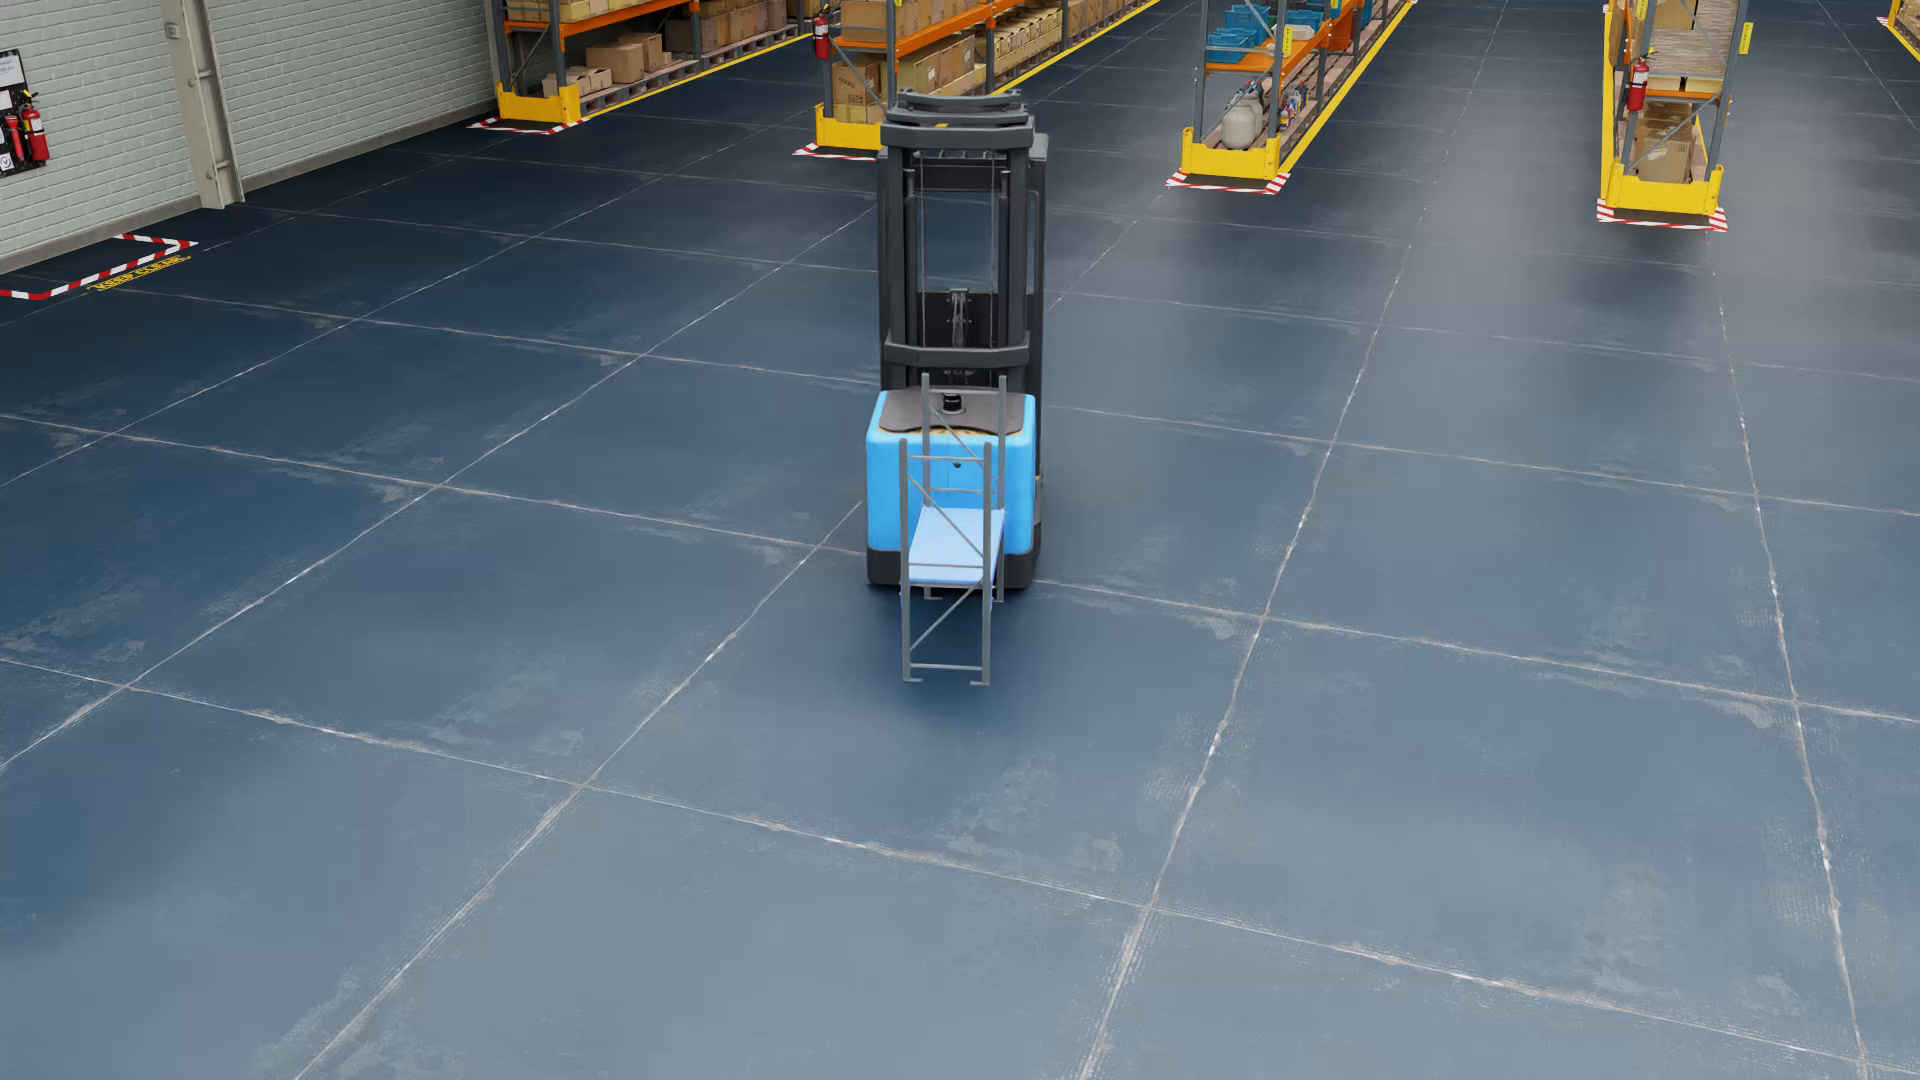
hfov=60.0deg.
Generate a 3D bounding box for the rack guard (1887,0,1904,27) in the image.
[{"bbox_3d":[17.975,-9.808,30.933,1.175,0.500,0.348,9,27,17],"label":"rack guard"}]

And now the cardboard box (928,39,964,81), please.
[{"bbox_3d":[-0.265,-6.889,23.848,0.500,0.500,0.500,9,27,17],"label":"cardboard box"}]

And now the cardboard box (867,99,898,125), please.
[{"bbox_3d":[-0.920,-5.728,22.311,0.500,0.250,0.500,9,27,17],"label":"cardboard box"}]

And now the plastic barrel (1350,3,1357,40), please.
[{"bbox_3d":[6.546,-8.927,28.531,0.600,0.588,0.708,9,27,17],"label":"plastic barrel"}]

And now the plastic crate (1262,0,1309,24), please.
[{"bbox_3d":[4.399,-7.287,22.930,0.767,0.338,0.504,9,27,17],"label":"plastic crate"}]

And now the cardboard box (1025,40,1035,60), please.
[{"bbox_3d":[0.902,-7.945,26.891,0.500,0.250,0.500,9,27,18],"label":"cardboard box"}]

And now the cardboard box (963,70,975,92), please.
[{"bbox_3d":[-0.101,-6.757,24.437,0.500,0.250,0.500,9,27,17],"label":"cardboard box"}]

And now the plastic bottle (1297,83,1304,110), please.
[{"bbox_3d":[4.686,-6.132,23.008,0.144,0.351,0.185,7,27,15],"label":"plastic bottle"}]

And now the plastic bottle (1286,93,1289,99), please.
[{"bbox_3d":[4.474,-5.974,22.758,0.061,0.283,0.133,9,27,17],"label":"plastic bottle"}]

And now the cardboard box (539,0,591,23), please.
[{"bbox_3d":[-5.519,-7.401,23.242,0.500,0.250,0.500,8,27,16],"label":"cardboard box"}]

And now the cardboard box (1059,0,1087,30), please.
[{"bbox_3d":[1.944,-9.310,29.400,0.500,0.500,0.500,8,27,16],"label":"cardboard box"}]

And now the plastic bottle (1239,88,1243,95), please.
[{"bbox_3d":[3.829,-5.994,22.722,0.144,0.351,0.185,9,27,17],"label":"plastic bottle"}]

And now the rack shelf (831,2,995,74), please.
[{"bbox_3d":[-0.642,-7.086,23.269,1.077,0.370,4.000,9,27,17],"label":"rack shelf"}]

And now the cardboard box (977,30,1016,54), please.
[{"bbox_3d":[0.567,-7.774,25.894,0.500,0.311,0.500,8,27,17],"label":"cardboard box"}]

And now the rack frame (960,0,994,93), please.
[{"bbox_3d":[0.023,-8.232,24.810,1.000,3.000,0.127,9,27,17],"label":"rack frame"}]

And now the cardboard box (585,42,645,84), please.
[{"bbox_3d":[-5.185,-7.178,24.996,0.700,0.500,0.500,7,27,14],"label":"cardboard box"}]

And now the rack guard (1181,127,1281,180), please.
[{"bbox_3d":[3.343,-4.781,20.551,1.175,0.500,0.348,9,27,17],"label":"rack guard"}]

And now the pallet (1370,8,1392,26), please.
[{"bbox_3d":[7.563,-9.852,31.356,1.003,0.211,1.213,9,27,17],"label":"pallet"}]

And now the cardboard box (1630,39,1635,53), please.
[{"bbox_3d":[8.660,-6.227,20.958,0.380,0.149,0.250,9,27,17],"label":"cardboard box"}]

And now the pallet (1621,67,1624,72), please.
[{"bbox_3d":[11.028,-7.495,26.489,1.003,0.211,1.213,9,27,17],"label":"pallet"}]

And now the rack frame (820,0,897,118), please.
[{"bbox_3d":[-1.308,-6.588,21.415,1.000,3.000,0.127,9,27,17],"label":"rack frame"}]

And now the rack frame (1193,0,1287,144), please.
[{"bbox_3d":[3.362,-5.868,19.928,1.000,3.000,0.127,9,27,17],"label":"rack frame"}]

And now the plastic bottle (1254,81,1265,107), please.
[{"bbox_3d":[4.169,-6.225,23.200,0.144,0.351,0.185,9,27,17],"label":"plastic bottle"}]

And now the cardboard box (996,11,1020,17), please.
[{"bbox_3d":[0.736,-8.690,27.785,0.500,0.311,0.500,8,27,16],"label":"cardboard box"}]

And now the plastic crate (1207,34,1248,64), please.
[{"bbox_3d":[3.246,-6.050,20.475,0.499,0.251,0.616,9,27,17],"label":"plastic crate"}]

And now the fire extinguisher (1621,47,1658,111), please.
[{"bbox_3d":[7.560,-5.135,18.502,0.296,0.674,0.183,9,27,17],"label":"fire extinguisher"}]

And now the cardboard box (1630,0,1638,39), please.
[{"bbox_3d":[8.956,-6.596,20.975,0.875,0.500,0.500,9,27,17],"label":"cardboard box"}]

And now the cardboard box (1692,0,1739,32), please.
[{"bbox_3d":[8.472,-5.965,18.525,0.500,0.500,0.500,9,27,17],"label":"cardboard box"}]

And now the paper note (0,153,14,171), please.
[{"bbox_3d":[-9.542,-3.783,16.632,0.016,0.148,0.142,9,27,17],"label":"paper note"}]

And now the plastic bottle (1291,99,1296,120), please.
[{"bbox_3d":[4.474,-5.803,22.420,0.097,0.271,0.097,0,26,0],"label":"plastic bottle"}]

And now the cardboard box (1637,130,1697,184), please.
[{"bbox_3d":[8.256,-4.468,19.423,0.500,0.500,0.500,14,29,27],"label":"cardboard box"}]

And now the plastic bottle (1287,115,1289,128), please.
[{"bbox_3d":[4.293,-5.549,21.975,0.097,0.201,0.097,0,26,0],"label":"plastic bottle"}]

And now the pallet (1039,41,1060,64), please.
[{"bbox_3d":[1.043,-8.288,28.125,1.003,0.211,1.213,9,27,17],"label":"pallet"}]

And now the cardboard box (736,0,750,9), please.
[{"bbox_3d":[-3.924,-9.262,28.441,0.500,0.250,0.500,9,27,17],"label":"cardboard box"}]

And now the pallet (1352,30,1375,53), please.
[{"bbox_3d":[6.655,-8.730,29.039,1.003,0.211,1.213,9,27,17],"label":"pallet"}]

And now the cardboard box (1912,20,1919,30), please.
[{"bbox_3d":[17.022,-9.064,29.317,0.380,0.149,0.250,9,27,17],"label":"cardboard box"}]

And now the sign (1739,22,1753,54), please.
[{"bbox_3d":[8.544,-5.461,18.093,0.100,0.325,0.005,9,27,17],"label":"sign"}]

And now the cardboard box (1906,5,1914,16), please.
[{"bbox_3d":[17.254,-9.518,29.915,0.380,0.149,0.250,10,27,19],"label":"cardboard box"}]

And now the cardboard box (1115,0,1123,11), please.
[{"bbox_3d":[2.791,-10.348,31.544,0.500,0.500,0.500,9,27,17],"label":"cardboard box"}]

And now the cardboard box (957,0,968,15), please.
[{"bbox_3d":[-0.288,-7.876,23.960,0.700,0.500,0.500,8,27,17],"label":"cardboard box"}]

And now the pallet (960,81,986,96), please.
[{"bbox_3d":[-0.281,-6.656,24.755,1.003,0.211,1.213,9,27,17],"label":"pallet"}]

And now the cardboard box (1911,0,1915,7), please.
[{"bbox_3d":[17.318,-9.642,29.829,0.380,0.149,0.250,7,27,15],"label":"cardboard box"}]

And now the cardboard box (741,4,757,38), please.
[{"bbox_3d":[-3.929,-8.959,28.675,0.700,0.500,0.500,9,27,17],"label":"cardboard box"}]

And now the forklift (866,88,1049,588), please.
[{"bbox_3d":[0.024,-1.620,11.232,1.130,2.935,3.031,2,26,3],"label":"forklift"}]

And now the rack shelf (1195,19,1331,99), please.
[{"bbox_3d":[4.027,-6.366,21.782,1.077,0.370,4.000,9,27,17],"label":"rack shelf"}]

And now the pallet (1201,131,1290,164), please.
[{"bbox_3d":[3.618,-4.984,21.302,1.003,0.211,1.213,9,27,17],"label":"pallet"}]

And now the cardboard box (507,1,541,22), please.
[{"bbox_3d":[-6.008,-7.467,23.378,0.500,0.250,0.500,9,27,18],"label":"cardboard box"}]

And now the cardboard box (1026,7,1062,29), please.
[{"bbox_3d":[1.412,-8.828,28.072,0.500,0.311,0.500,9,27,19],"label":"cardboard box"}]

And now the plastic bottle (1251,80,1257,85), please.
[{"bbox_3d":[4.173,-6.415,23.682,0.097,0.271,0.097,0,26,0],"label":"plastic bottle"}]

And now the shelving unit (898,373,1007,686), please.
[{"bbox_3d":[-0.028,-0.076,9.685,0.538,1.500,1.048,3,26,5],"label":"shelving unit"}]

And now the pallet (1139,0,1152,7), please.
[{"bbox_3d":[3.319,-11.049,33.829,1.003,0.211,1.213,9,27,17],"label":"pallet"}]

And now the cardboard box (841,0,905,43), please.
[{"bbox_3d":[-1.141,-6.823,21.785,0.700,0.500,0.500,9,27,17],"label":"cardboard box"}]

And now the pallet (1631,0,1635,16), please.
[{"bbox_3d":[10.075,-7.532,23.584,1.003,0.211,1.213,9,27,17],"label":"pallet"}]
